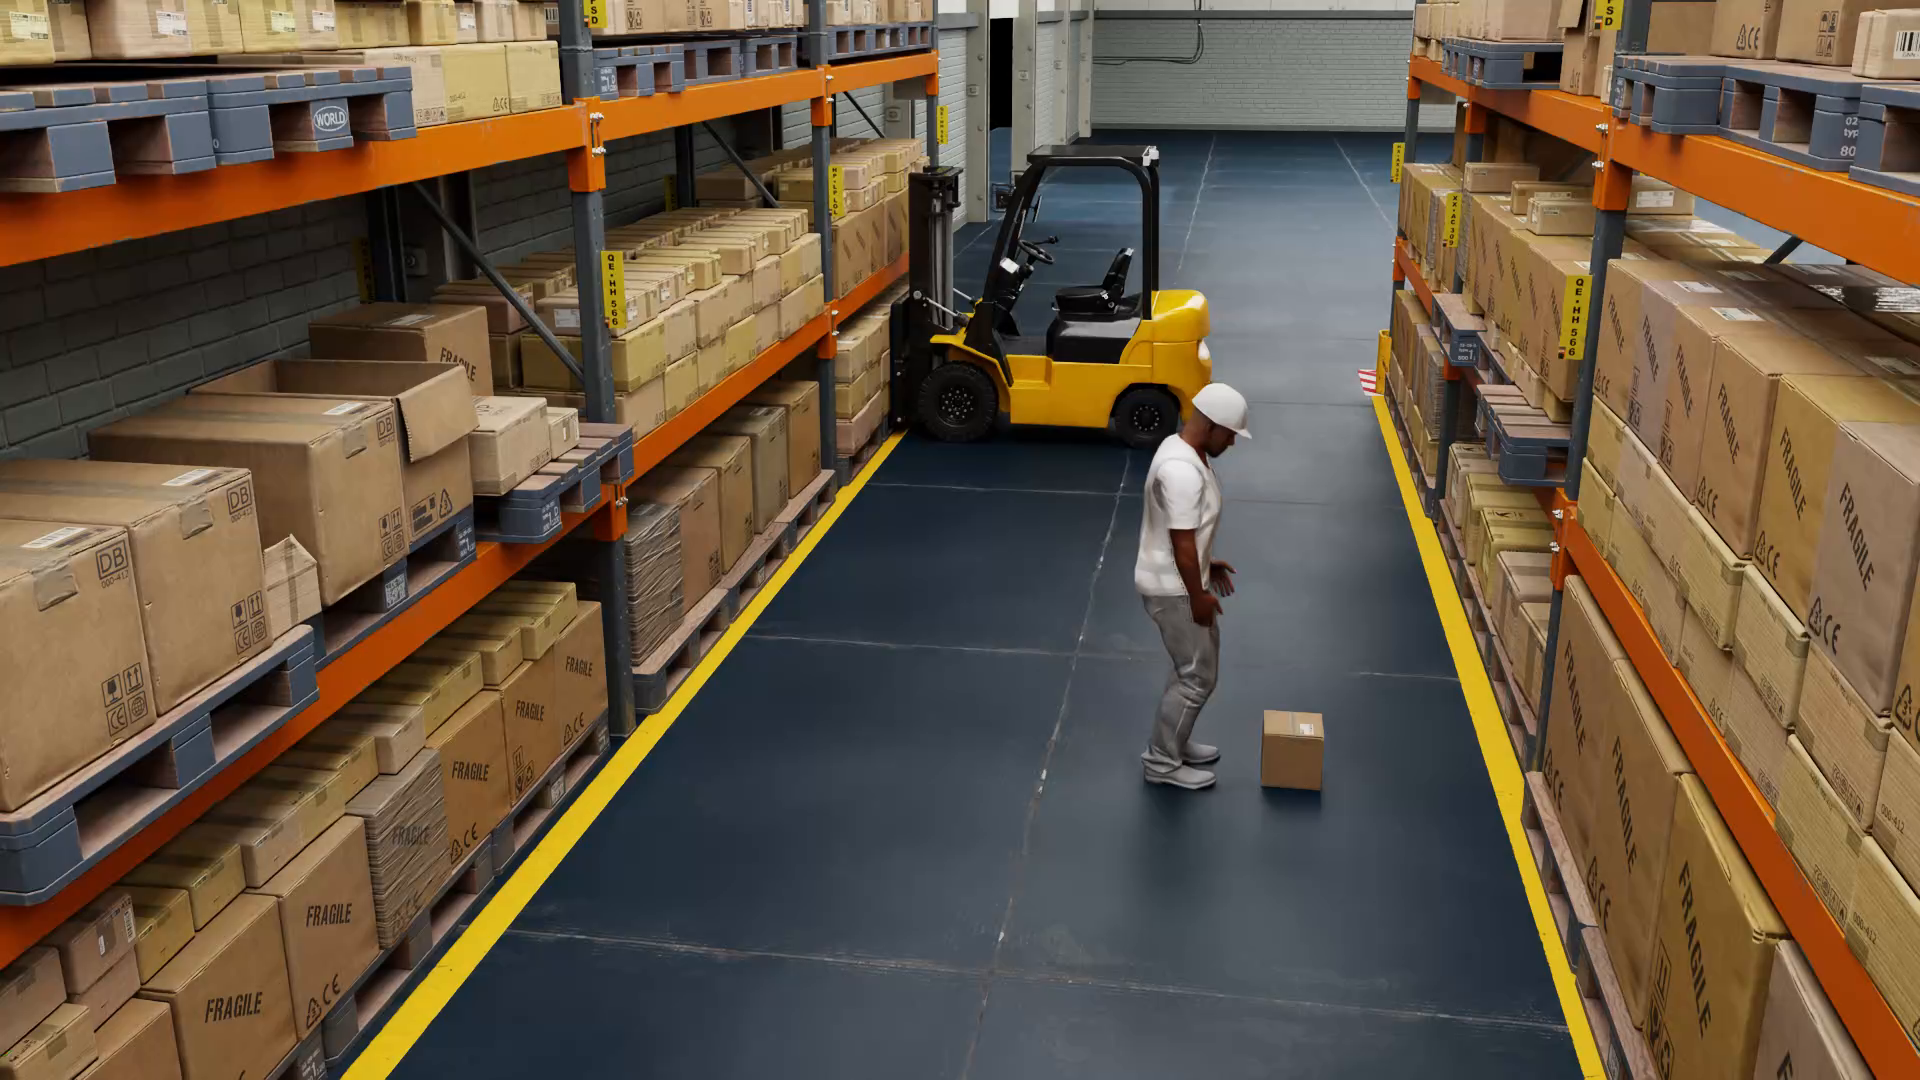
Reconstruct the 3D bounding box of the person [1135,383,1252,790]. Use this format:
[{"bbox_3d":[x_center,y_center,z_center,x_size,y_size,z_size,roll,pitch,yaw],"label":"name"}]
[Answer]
[{"bbox_3d":[0.971,0.179,7.038,0.453,1.718,0.591,3,18,10],"label":"person"}]
